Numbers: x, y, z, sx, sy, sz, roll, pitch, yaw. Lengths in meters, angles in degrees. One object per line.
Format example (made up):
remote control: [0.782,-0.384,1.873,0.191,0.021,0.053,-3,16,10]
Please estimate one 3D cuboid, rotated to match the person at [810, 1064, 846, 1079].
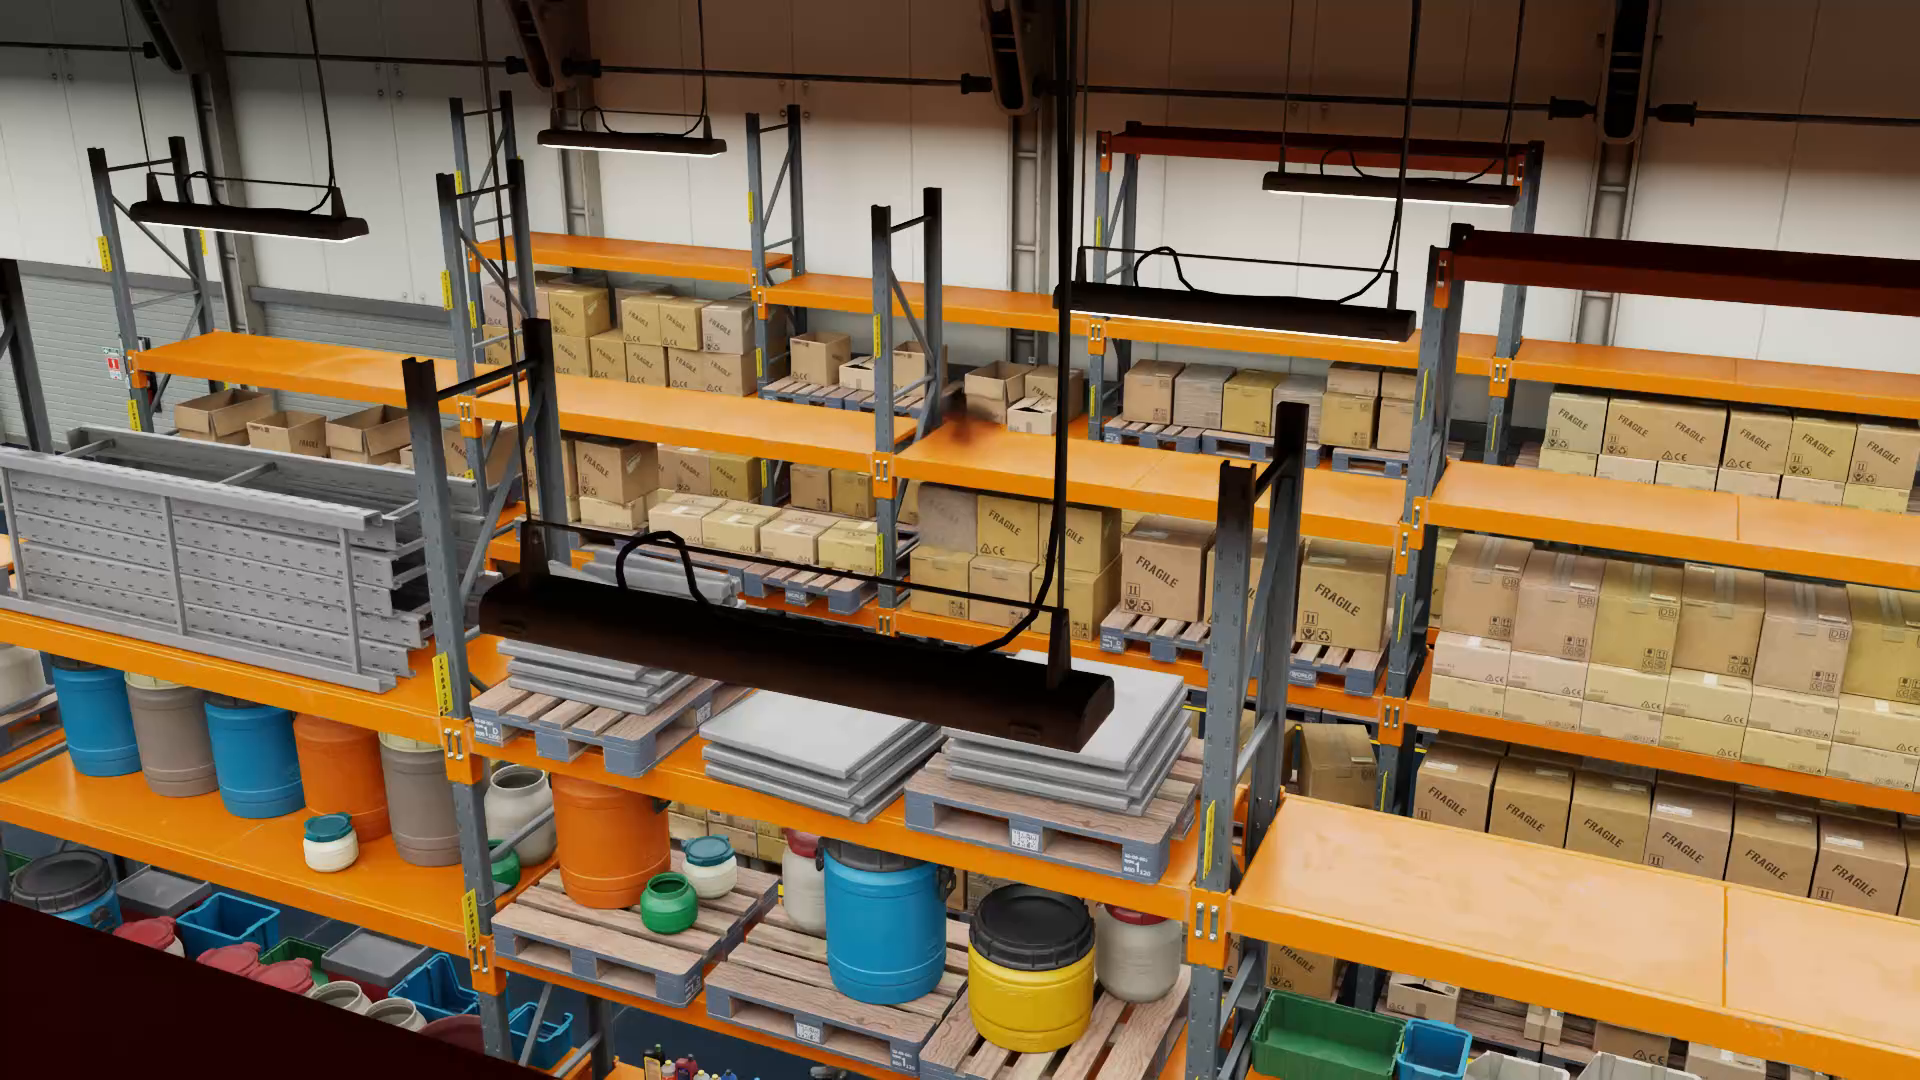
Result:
person: [-0.701,3.234,11.658,1.003,1.736,0.557,9,22,22]
